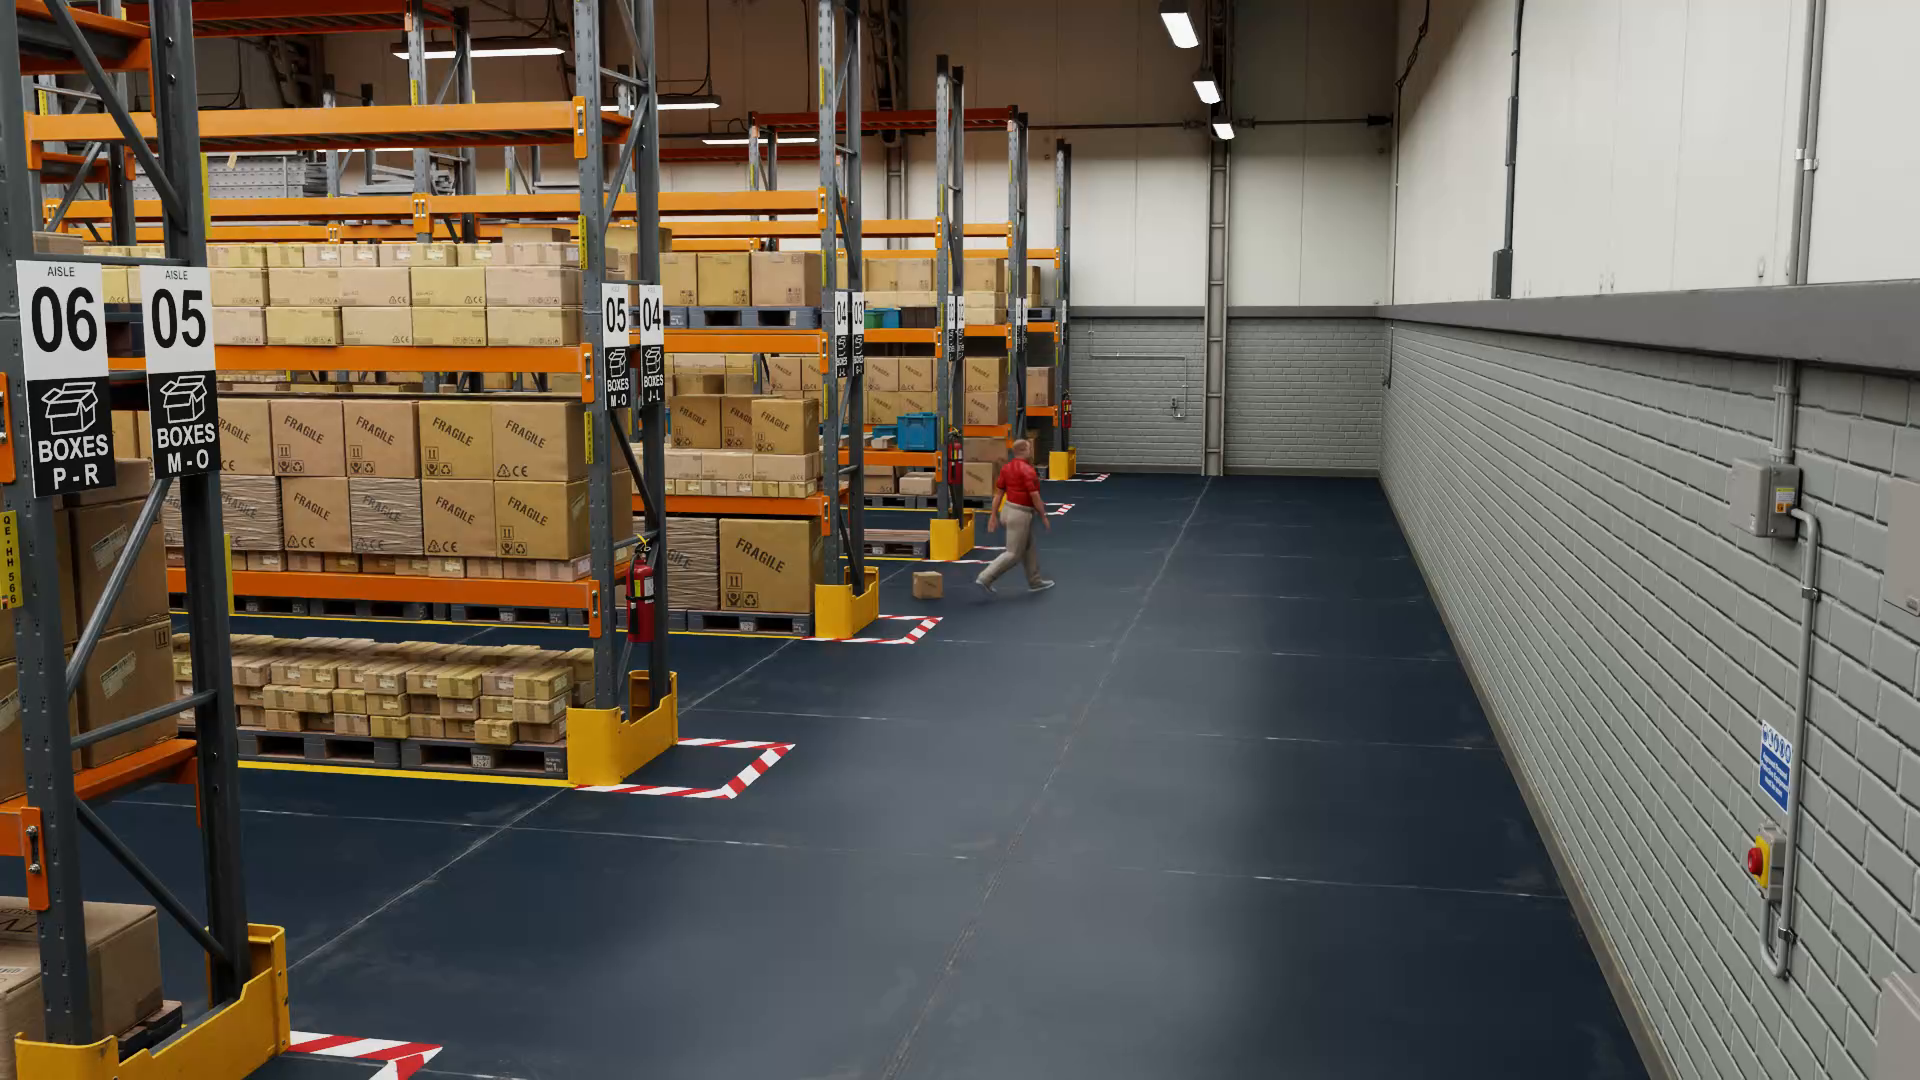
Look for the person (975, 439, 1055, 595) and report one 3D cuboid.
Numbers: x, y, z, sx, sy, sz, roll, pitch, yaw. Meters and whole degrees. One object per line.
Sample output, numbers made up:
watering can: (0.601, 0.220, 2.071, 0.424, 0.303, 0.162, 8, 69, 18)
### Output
person: (0.598, -0.235, 17.596, 1.095, 1.663, 0.580, -4, 9, -28)
